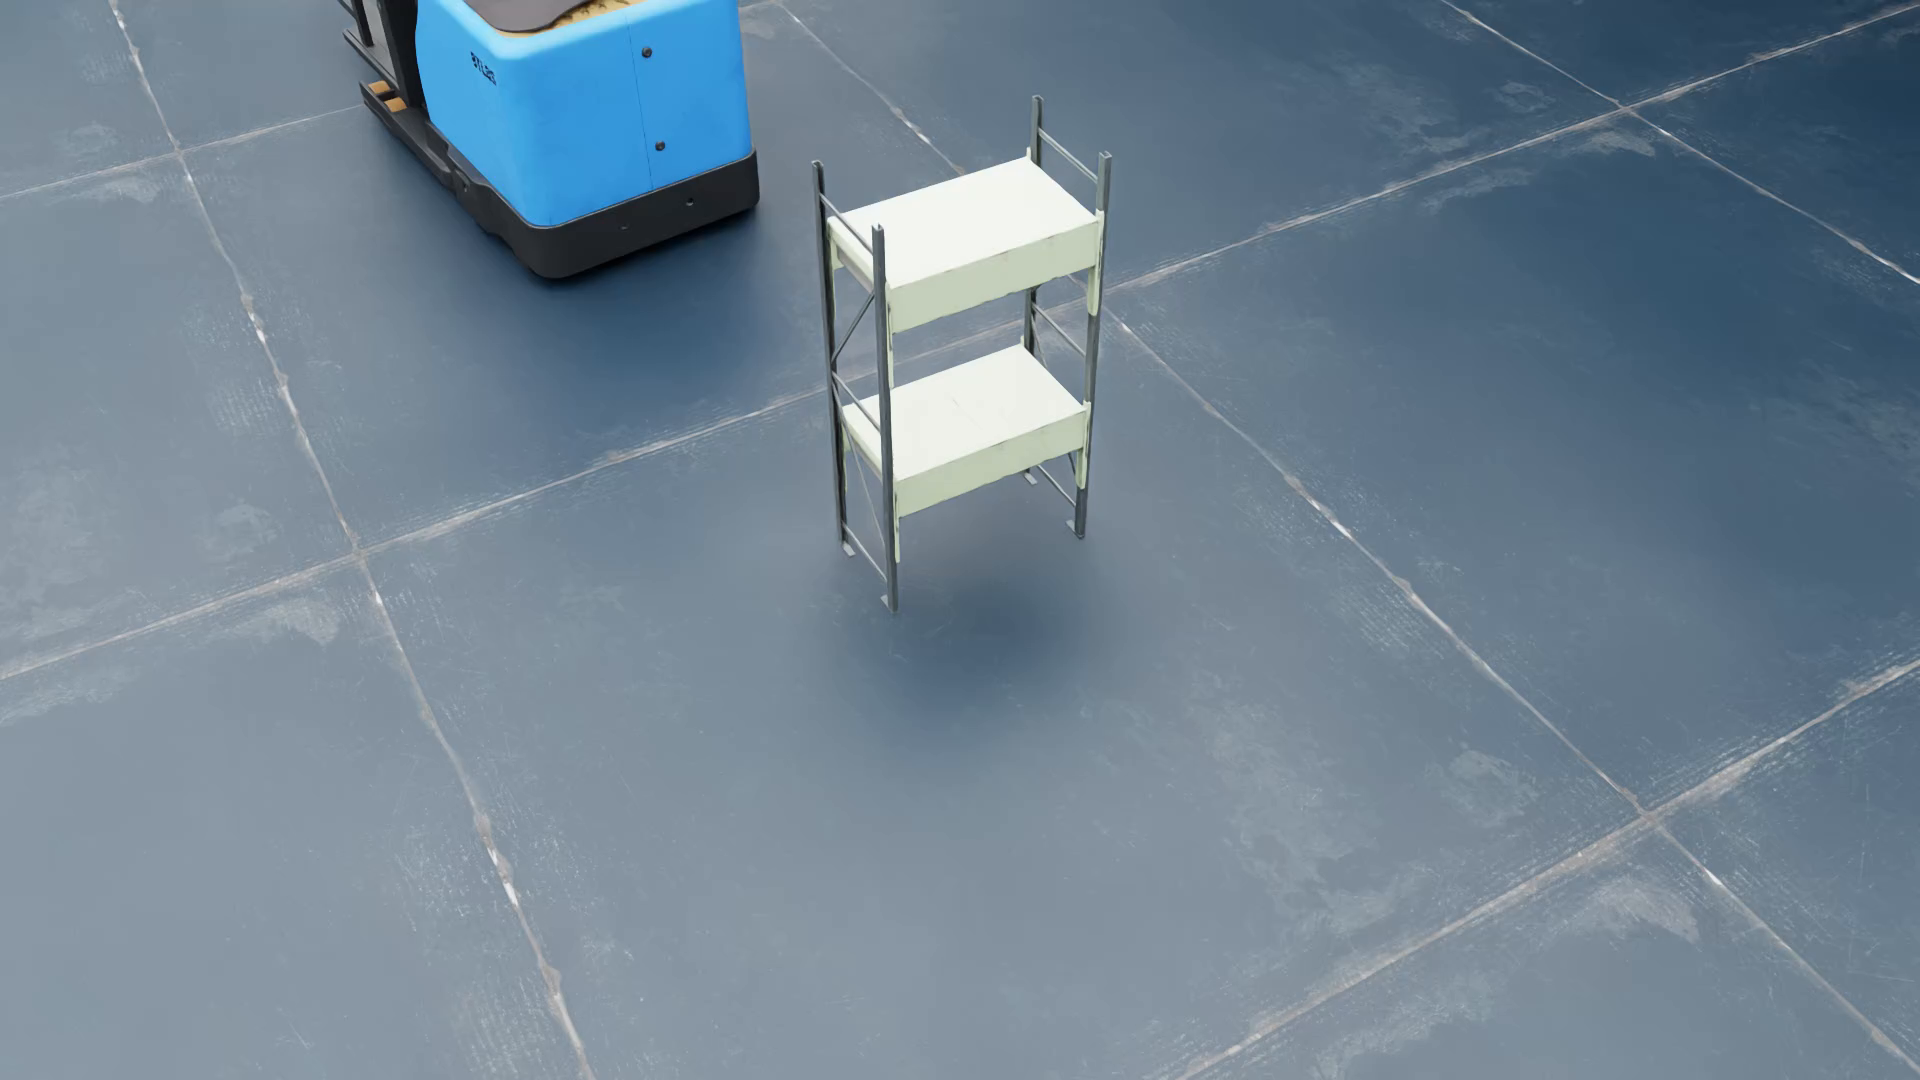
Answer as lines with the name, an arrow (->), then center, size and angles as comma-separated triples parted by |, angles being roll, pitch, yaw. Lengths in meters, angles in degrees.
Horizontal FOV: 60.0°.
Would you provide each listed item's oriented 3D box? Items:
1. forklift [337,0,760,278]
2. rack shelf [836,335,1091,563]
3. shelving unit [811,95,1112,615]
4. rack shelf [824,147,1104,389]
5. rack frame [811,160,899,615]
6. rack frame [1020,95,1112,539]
forklift -> -2.132, -3.098, 6.838 | 1.130, 2.935, 3.031 | -27, 50, -25
rack shelf -> 0.006, -0.307, 5.457 | 0.720, 0.370, 0.431 | -22, 48, -21
shelving unit -> 0.006, -0.541, 5.230 | 0.755, 1.500, 0.431 | -22, 48, -21
rack shelf -> 0.006, -0.821, 4.958 | 0.720, 0.370, 0.431 | -22, 48, -21
rack frame -> -0.312, -0.414, 5.099 | 0.023, 1.500, 0.400 | -22, 48, -21
rack frame -> 0.323, -0.668, 5.361 | 0.023, 1.500, 0.400 | -22, 48, -21
